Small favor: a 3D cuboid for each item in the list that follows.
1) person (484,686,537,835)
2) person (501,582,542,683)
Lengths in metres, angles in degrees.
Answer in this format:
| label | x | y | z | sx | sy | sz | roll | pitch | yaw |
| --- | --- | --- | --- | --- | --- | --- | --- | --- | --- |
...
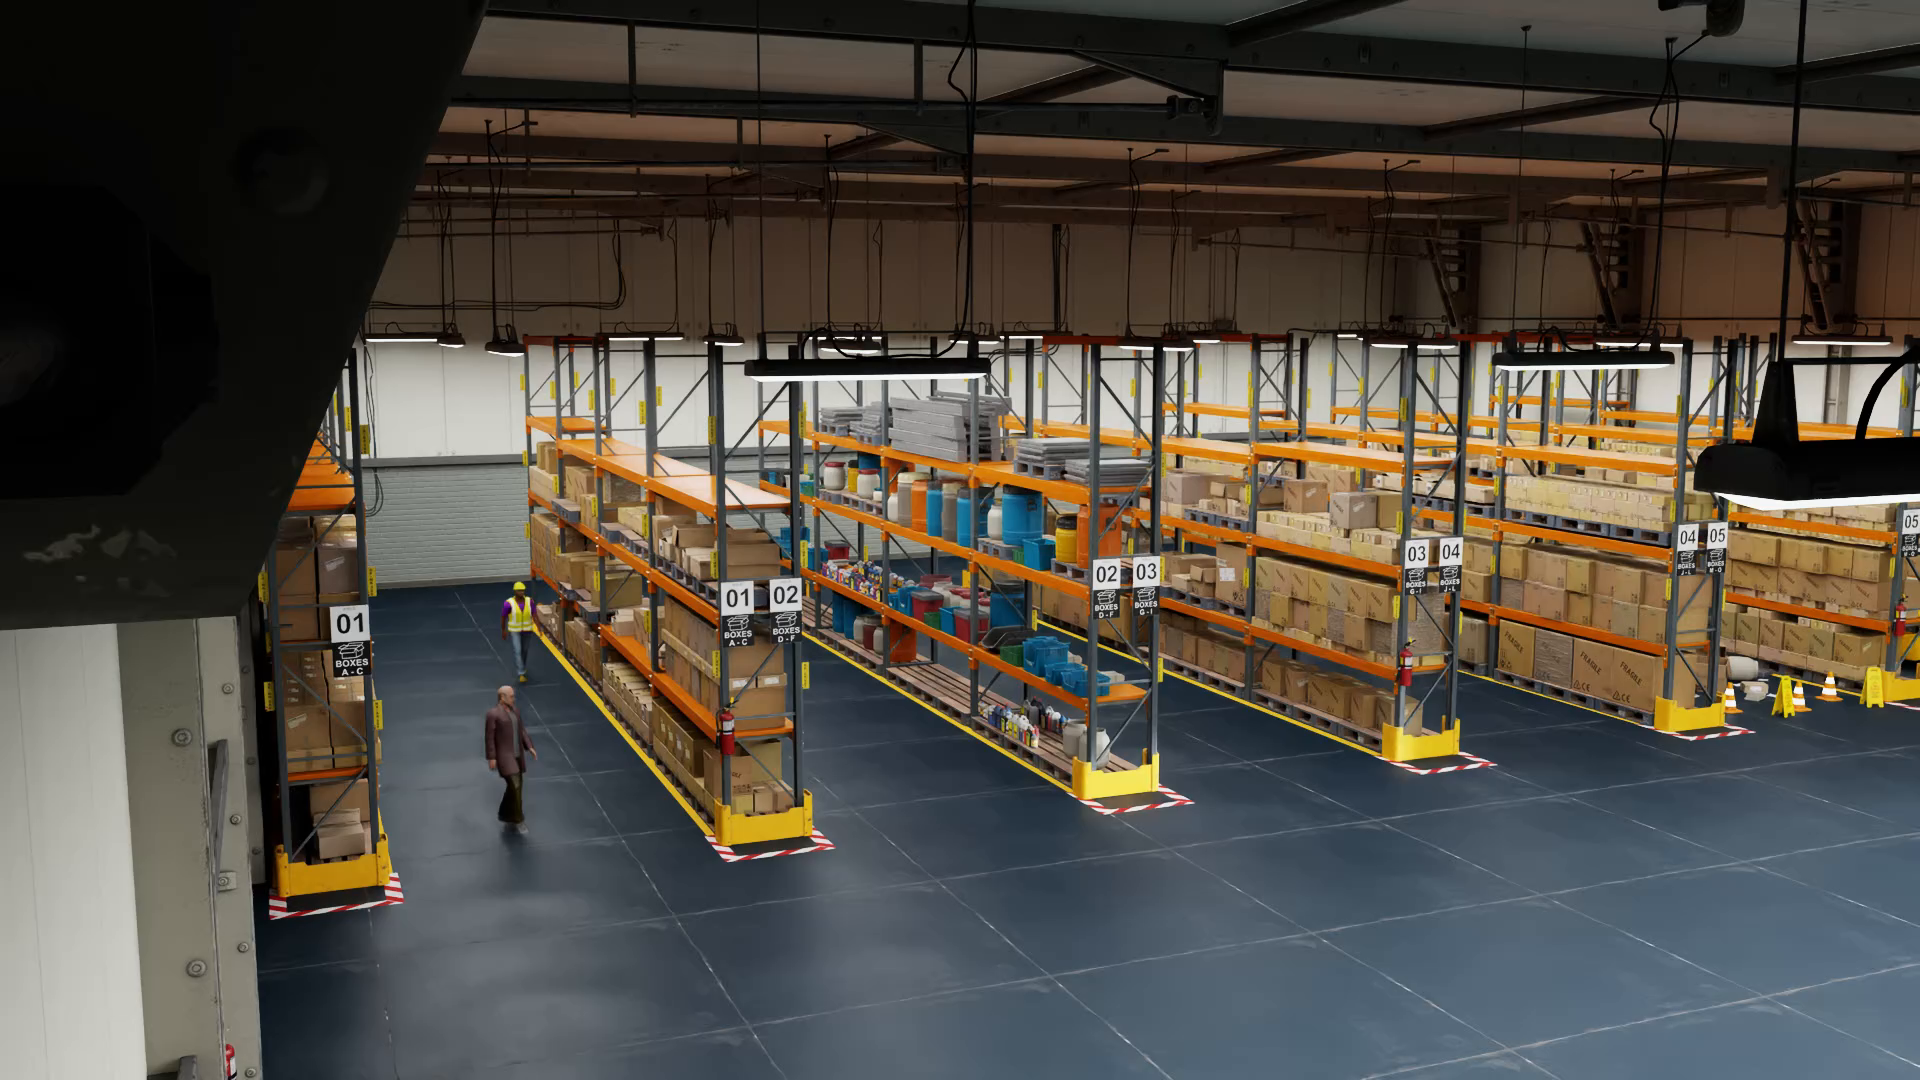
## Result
| label | x | y | z | sx | sy | sz | roll | pitch | yaw |
| --- | --- | --- | --- | --- | --- | --- | --- | --- | --- |
| person | -5.558 | 2.734 | 20.705 | 0.647 | 1.838 | 0.612 | 3 | 8 | 23 |
| person | -7.704 | 1.590 | 29.222 | 0.658 | 1.711 | 1.081 | -4 | 8 | -25 |
